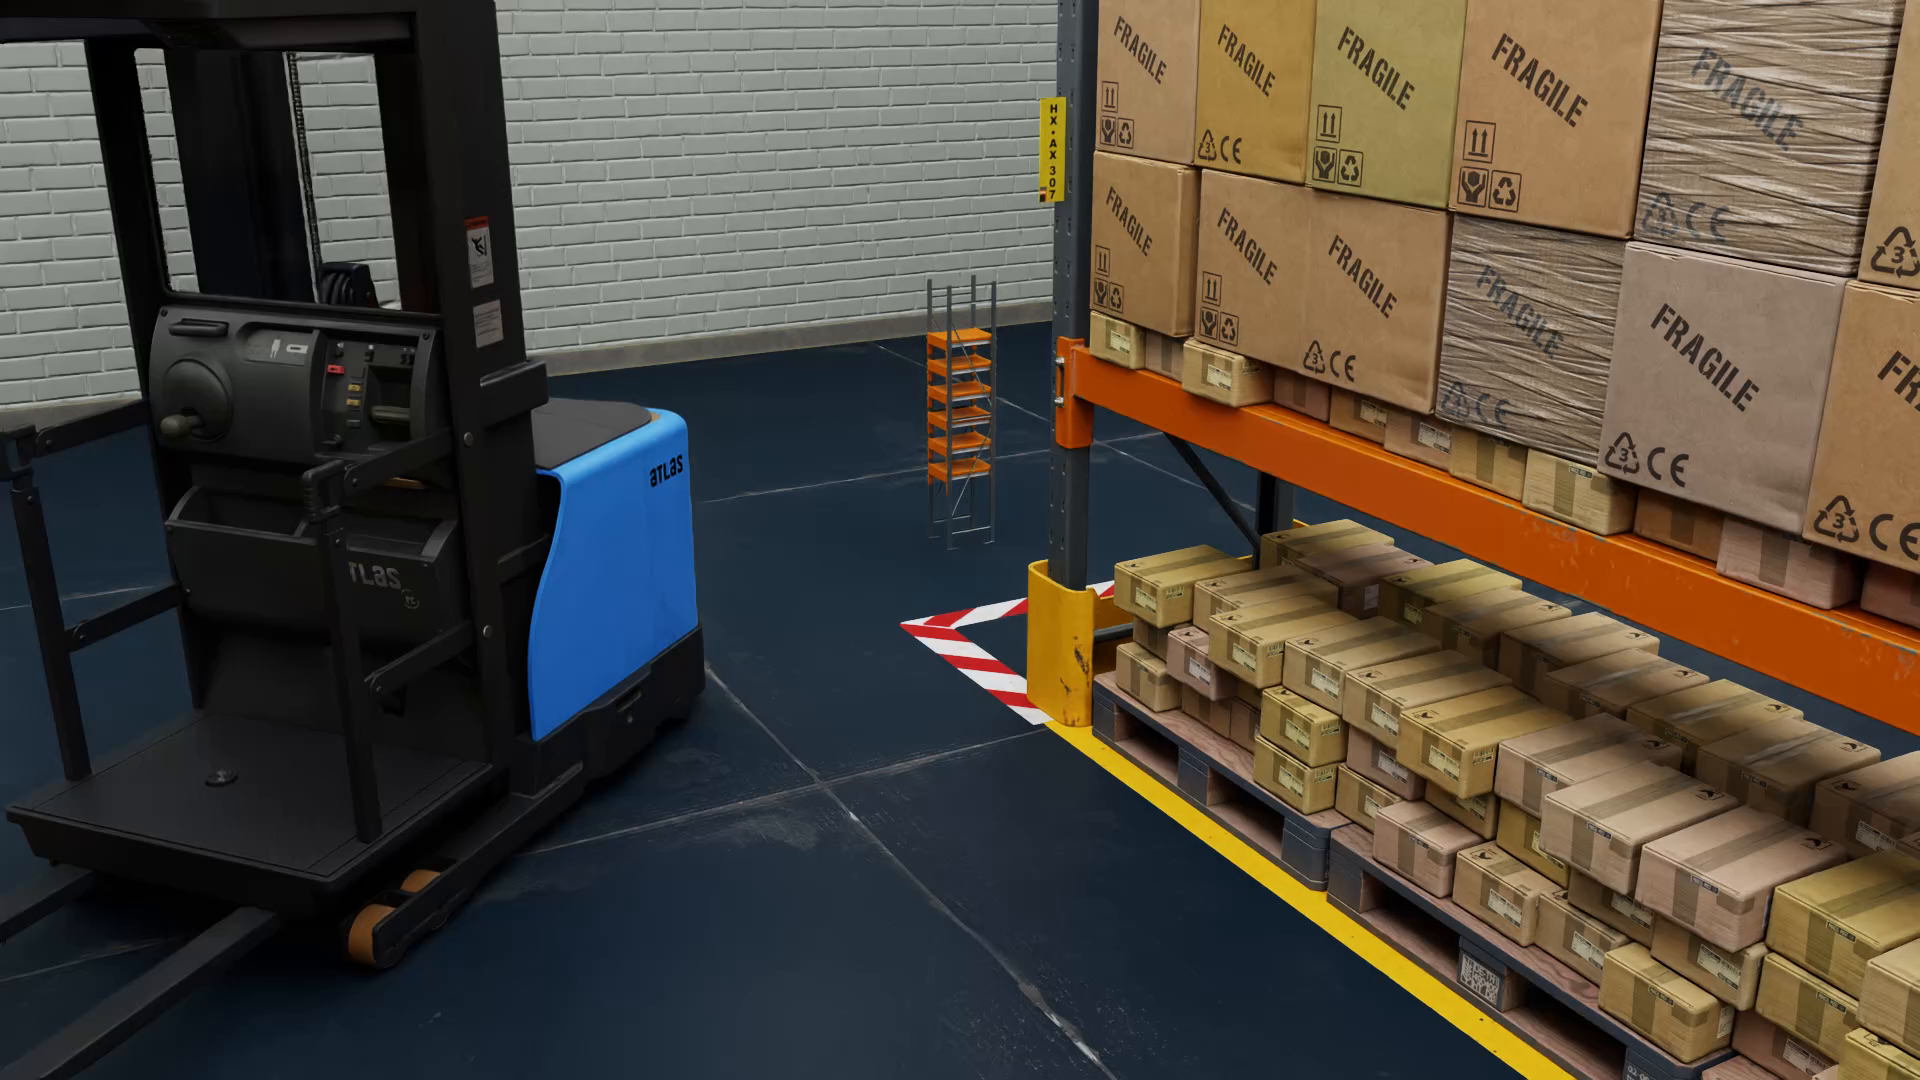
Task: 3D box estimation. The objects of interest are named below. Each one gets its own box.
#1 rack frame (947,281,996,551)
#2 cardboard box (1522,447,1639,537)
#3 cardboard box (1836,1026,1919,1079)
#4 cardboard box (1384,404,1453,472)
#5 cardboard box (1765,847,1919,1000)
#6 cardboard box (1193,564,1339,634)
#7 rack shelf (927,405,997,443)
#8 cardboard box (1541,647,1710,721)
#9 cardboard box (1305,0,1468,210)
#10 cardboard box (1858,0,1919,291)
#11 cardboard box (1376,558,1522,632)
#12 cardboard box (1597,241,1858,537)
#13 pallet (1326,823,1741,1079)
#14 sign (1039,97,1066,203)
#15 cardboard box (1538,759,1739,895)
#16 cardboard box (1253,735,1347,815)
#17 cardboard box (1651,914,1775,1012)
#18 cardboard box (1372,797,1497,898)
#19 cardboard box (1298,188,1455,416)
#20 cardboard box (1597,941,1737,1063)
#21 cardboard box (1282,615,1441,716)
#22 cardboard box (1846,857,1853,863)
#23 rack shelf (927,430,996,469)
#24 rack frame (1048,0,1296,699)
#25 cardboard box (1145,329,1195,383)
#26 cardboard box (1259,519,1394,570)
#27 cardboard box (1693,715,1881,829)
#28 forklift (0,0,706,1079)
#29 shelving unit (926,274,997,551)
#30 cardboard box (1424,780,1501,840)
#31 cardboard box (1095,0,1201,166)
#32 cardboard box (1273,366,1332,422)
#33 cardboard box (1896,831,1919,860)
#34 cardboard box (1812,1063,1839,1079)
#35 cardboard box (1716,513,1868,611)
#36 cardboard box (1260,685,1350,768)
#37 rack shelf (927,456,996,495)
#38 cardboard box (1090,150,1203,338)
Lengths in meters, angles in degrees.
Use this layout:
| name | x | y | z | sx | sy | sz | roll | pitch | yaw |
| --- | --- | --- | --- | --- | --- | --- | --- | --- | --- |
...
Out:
| name | x | y | z | sx | sy | sz | roll | pitch | yaw |
| --- | --- | --- | --- | --- | --- | --- | --- | --- | --- |
| rack frame | 0.050 | -0.537 | 7.348 | 0.240 | 1.200 | 0.006 | -10 | 21 | -27 |
| cardboard box | 1.528 | -0.139 | 3.822 | 0.380 | 0.149 | 0.250 | -10 | 21 | -26 |
| cardboard box | 1.964 | 1.043 | 3.282 | 0.380 | 0.149 | 0.250 | -11 | 22 | -29 |
| cardboard box | 1.323 | -0.298 | 4.282 | 0.380 | 0.149 | 0.250 | -10 | 22 | -28 |
| cardboard box | 1.942 | 0.807 | 3.508 | 0.380 | 0.149 | 0.250 | -9 | 21 | -25 |
| cardboard box | 0.963 | 0.209 | 5.243 | 0.380 | 0.149 | 0.250 | -10 | 21 | -26 |
| rack shelf | 0.007 | -0.521 | 7.438 | 0.258 | 0.103 | 0.180 | -10 | 21 | -27 |
| cardboard box | 1.825 | 0.439 | 4.576 | 0.380 | 0.149 | 0.250 | -11 | 22 | -28 |
| cardboard box | 1.228 | -1.117 | 4.127 | 0.500 | 0.500 | 0.500 | -11 | 22 | -28 |
| cardboard box | 1.964 | -0.676 | 2.849 | 0.500 | 0.500 | 0.500 | -11 | 22 | -28 |
| cardboard box | 1.554 | 0.193 | 5.287 | 0.380 | 0.149 | 0.250 | -11 | 22 | -28 |
| cardboard box | 1.717 | -0.350 | 3.437 | 0.500 | 0.500 | 0.500 | -10 | 21 | -27 |
| pallet | 1.742 | 1.006 | 4.394 | 1.003 | 0.211 | 1.213 | -10 | 21 | -27 |
| sign | 0.299 | -1.248 | 5.322 | 0.100 | 0.325 | 0.005 | -10 | 21 | -27 |
| cardboard box | 1.593 | 0.668 | 3.910 | 0.380 | 0.149 | 0.250 | -11 | 22 | -29 |
| cardboard box | 1.088 | 0.649 | 4.878 | 0.380 | 0.149 | 0.250 | -10 | 21 | -26 |
| cardboard box | 1.793 | 0.885 | 3.737 | 0.380 | 0.149 | 0.250 | -9 | 21 | -25 |
| cardboard box | 1.335 | 0.793 | 4.462 | 0.380 | 0.149 | 0.250 | -11 | 22 | -29 |
| cardboard box | 1.244 | -0.647 | 4.298 | 0.500 | 0.500 | 0.500 | -10 | 21 | -26 |
| cardboard box | 1.698 | 1.018 | 3.810 | 0.380 | 0.149 | 0.250 | -10 | 21 | -27 |
| cardboard box | 1.160 | 0.359 | 4.807 | 0.380 | 0.149 | 0.250 | -11 | 22 | -29 |
| cardboard box | 2.203 | 0.797 | 3.995 | 0.380 | 0.149 | 0.250 | -9 | 21 | -24 |
| rack shelf | 0.007 | -0.408 | 7.477 | 0.258 | 0.103 | 0.180 | -10 | 21 | -27 |
| rack frame | 0.776 | -0.923 | 5.707 | 1.000 | 3.000 | 0.127 | -10 | 21 | -27 |
| cardboard box | 0.799 | -0.594 | 5.138 | 0.380 | 0.149 | 0.250 | -9 | 21 | -25 |
| cardboard box | 1.250 | 0.058 | 5.680 | 0.380 | 0.149 | 0.250 | -10 | 21 | -26 |
| cardboard box | 2.057 | 0.587 | 4.147 | 0.380 | 0.149 | 0.250 | -11 | 22 | -29 |
| forklift | -1.893 | -0.412 | 4.331 | 1.130 | 2.935 | 3.031 | 7 | 20 | 19 |
| shelving unit | 0.007 | -0.563 | 7.424 | 0.258 | 1.200 | 0.189 | -10 | 21 | -27 |
| cardboard box | 1.475 | 0.643 | 4.440 | 0.380 | 0.149 | 0.250 | -9 | 21 | -24 |
| cardboard box | 0.756 | -1.413 | 4.987 | 0.500 | 0.500 | 0.500 | -10 | 21 | -27 |
| cardboard box | 1.123 | -0.455 | 4.736 | 0.380 | 0.149 | 0.250 | -9 | 21 | -24 |
| cardboard box | 2.308 | 0.738 | 3.709 | 0.380 | 0.149 | 0.250 | -11 | 22 | -28 |
| cardboard box | 1.957 | 1.161 | 3.394 | 0.380 | 0.149 | 0.250 | -11 | 22 | -28 |
| cardboard box | 1.785 | 0.004 | 3.406 | 0.380 | 0.149 | 0.250 | -11 | 22 | -29 |
| cardboard box | 1.100 | 0.510 | 4.825 | 0.380 | 0.149 | 0.250 | -9 | 21 | -25 |
| rack shelf | 0.007 | -0.294 | 7.516 | 0.258 | 0.103 | 0.180 | -10 | 21 | -27 |
| cardboard box | 0.746 | -0.939 | 5.145 | 0.500 | 0.500 | 0.500 | -9 | 21 | -24 |
